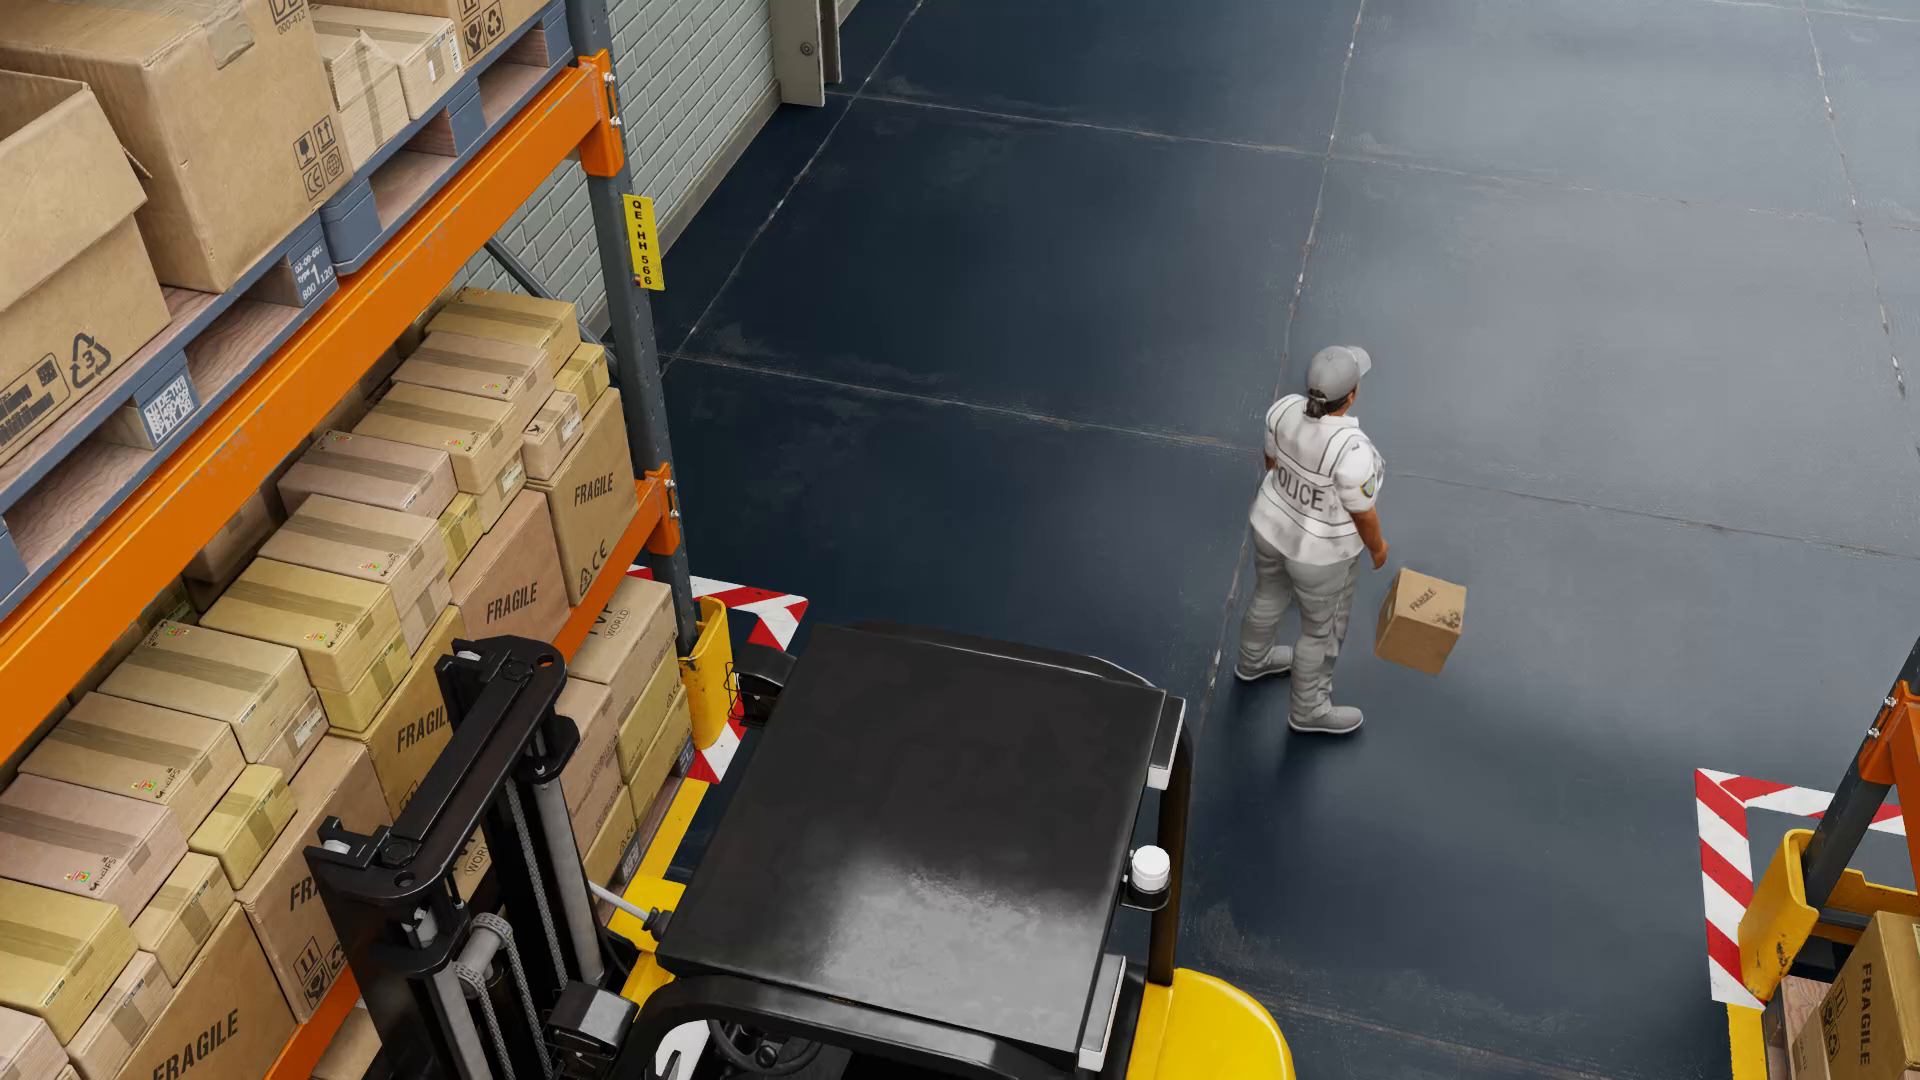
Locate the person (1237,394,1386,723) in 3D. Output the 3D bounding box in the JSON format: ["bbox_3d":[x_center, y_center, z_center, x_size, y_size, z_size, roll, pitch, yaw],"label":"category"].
[{"bbox_3d":[1.295,0.064,6.187,0.372,1.375,0.457,-24,47,-25],"label":"person"}]
